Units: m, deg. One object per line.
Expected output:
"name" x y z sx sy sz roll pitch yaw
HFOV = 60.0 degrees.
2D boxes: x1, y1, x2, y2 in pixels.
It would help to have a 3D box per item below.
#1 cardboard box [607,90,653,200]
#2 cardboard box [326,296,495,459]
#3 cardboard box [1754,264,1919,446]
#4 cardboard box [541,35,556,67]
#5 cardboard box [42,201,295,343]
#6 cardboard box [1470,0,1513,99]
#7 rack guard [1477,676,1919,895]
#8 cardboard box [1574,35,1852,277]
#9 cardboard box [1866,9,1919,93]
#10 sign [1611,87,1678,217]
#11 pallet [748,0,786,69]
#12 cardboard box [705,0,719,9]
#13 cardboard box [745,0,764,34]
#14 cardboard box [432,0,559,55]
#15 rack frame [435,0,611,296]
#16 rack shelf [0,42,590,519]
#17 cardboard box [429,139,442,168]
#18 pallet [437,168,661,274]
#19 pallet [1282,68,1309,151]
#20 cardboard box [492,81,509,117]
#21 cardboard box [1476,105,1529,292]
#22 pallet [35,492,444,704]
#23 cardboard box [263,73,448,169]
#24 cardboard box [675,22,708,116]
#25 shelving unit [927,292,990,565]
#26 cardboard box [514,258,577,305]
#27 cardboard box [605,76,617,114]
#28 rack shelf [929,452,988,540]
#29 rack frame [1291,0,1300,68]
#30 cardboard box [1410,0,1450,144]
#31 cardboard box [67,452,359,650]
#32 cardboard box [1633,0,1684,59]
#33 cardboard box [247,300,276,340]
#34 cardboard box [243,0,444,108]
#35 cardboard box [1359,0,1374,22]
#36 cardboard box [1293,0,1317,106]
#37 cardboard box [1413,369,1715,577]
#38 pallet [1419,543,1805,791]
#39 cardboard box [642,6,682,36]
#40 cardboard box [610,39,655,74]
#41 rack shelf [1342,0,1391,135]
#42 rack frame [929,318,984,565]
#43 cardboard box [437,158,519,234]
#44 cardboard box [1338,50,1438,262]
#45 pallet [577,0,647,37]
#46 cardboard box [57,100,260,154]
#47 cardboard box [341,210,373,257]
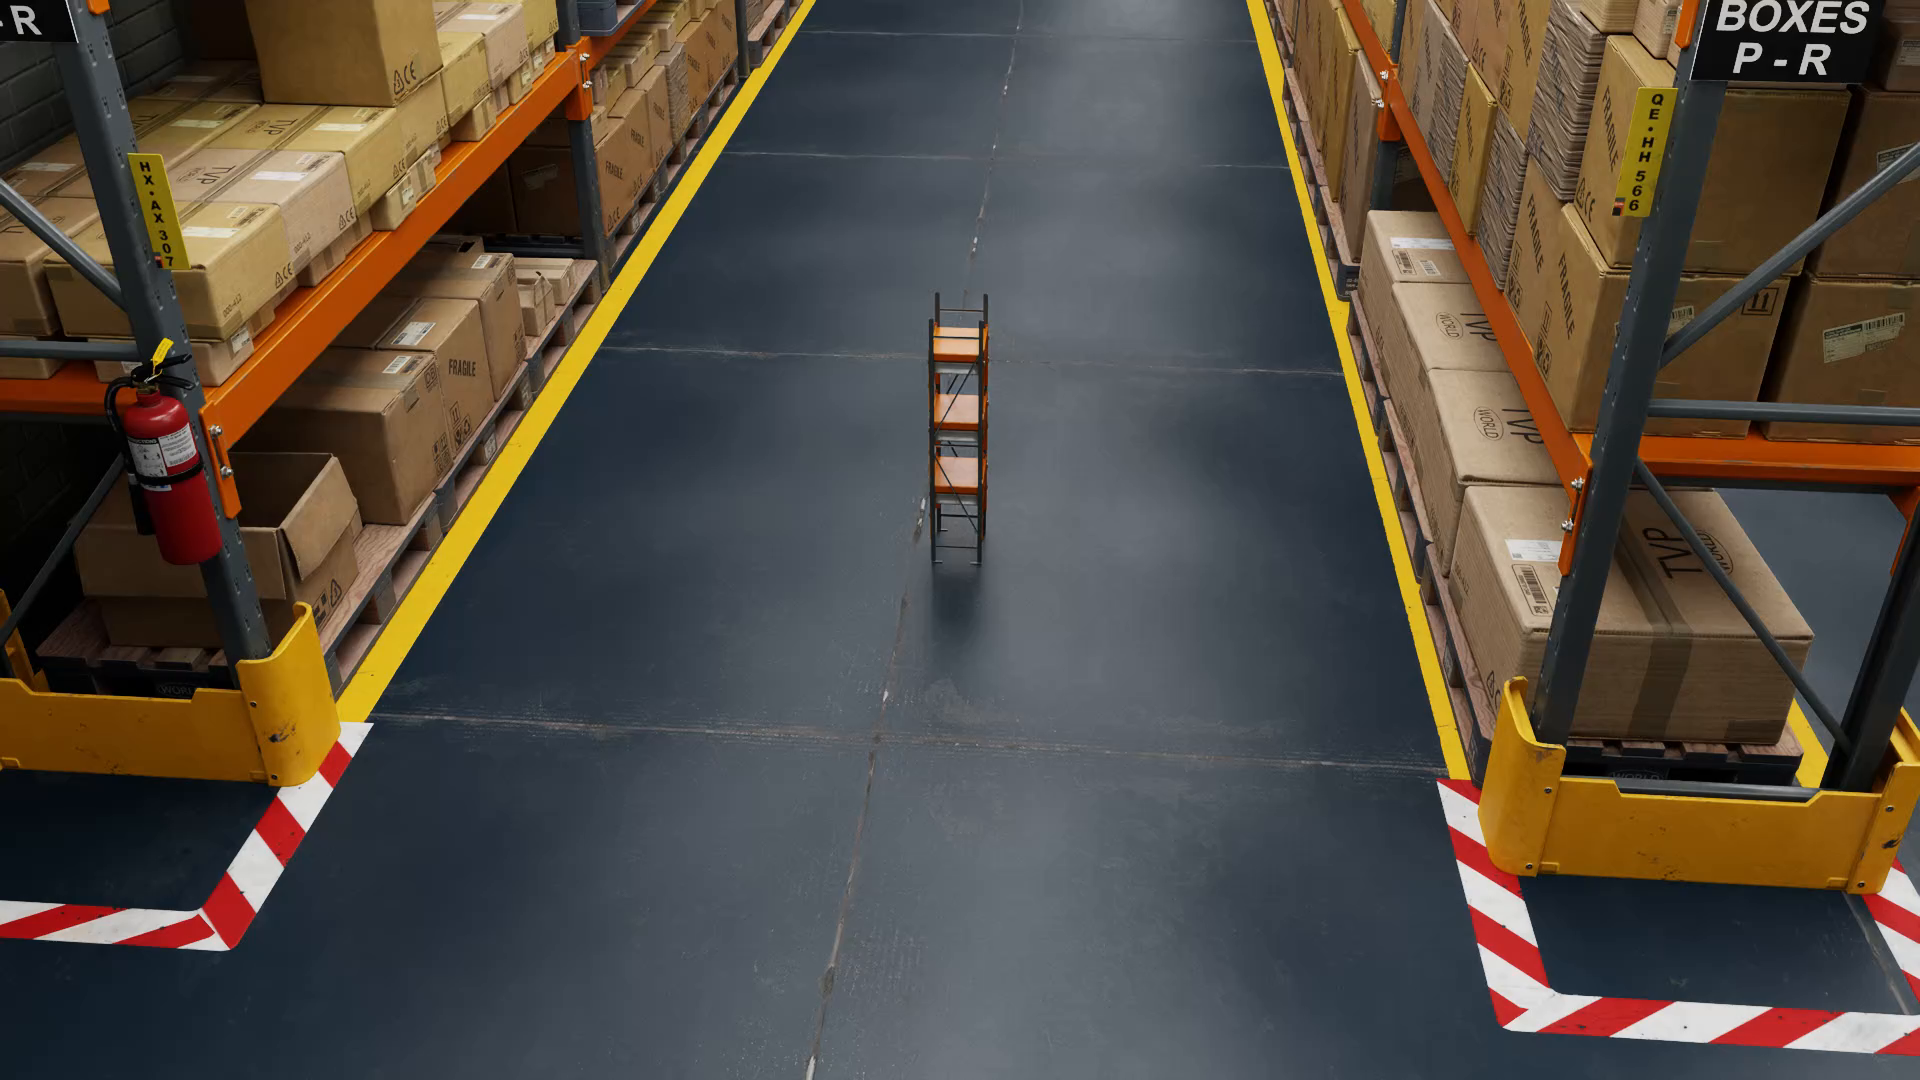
"cardboard box" -2.090 -2.270 9.557 0.500 0.500 0.500 2 32 3
"cardboard box" -2.317 -0.690 6.992 0.500 0.500 0.500 3 32 5
"cardboard box" 2.560 -0.613 4.790 0.500 0.500 0.500 2 32 4
"cardboard box" -2.161 -2.349 7.942 0.380 0.149 0.250 3 32 5
"cardboard box" -2.407 -0.830 5.097 0.500 0.250 0.500 3 32 4
"cardboard box" 2.137 -1.858 5.857 0.500 0.500 0.500 2 32 4
"rack guard" 2.233 0.745 5.064 1.175 0.500 0.348 2 32 4
"cardboard box" 2.037 -1.062 4.566 0.500 0.500 0.500 3 32 6
"cardboard box" 2.540 -1.250 4.252 0.380 0.149 0.250 3 32 5
"sign" 1.695 -0.956 4.112 0.100 0.325 0.005 2 32 4
"pallet" -1.955 -3.967 12.985 1.003 0.211 1.213 2 32 4
"cardboard box" -1.840 -3.702 11.263 0.380 0.149 0.250 1 32 1
"cardboard box" -1.997 -4.218 12.599 0.875 0.625 0.625 3 32 6
"cardboard box" -2.185 -2.419 7.676 0.500 0.250 0.500 3 32 5
"rack frame" -2.387 -2.633 8.164 1.000 3.000 0.127 2 32 4
"rack shelf" -2.550 -1.281 6.656 1.077 0.370 4.000 2 32 4
"cardboard box" -2.305 -1.543 6.634 0.380 0.149 0.250 2 32 4
"pallet" -2.358 -1.873 9.588 1.003 0.211 1.213 2 32 4
"pallet" 2.747 -2.919 11.285 1.003 0.211 1.213 2 32 4
"cardboard box" -2.206 -1.939 7.276 0.380 0.149 0.250 3 32 5
"cardboard box" 2.098 -1.169 5.692 0.500 0.500 0.500 3 32 5
"pallet" -2.642 0.189 6.242 1.003 0.211 1.213 2 32 4
"cardboard box" -2.308 -1.627 6.391 0.500 0.250 0.500 2 32 3
"cardboard box" -1.973 -3.074 10.862 0.500 0.500 0.500 4 32 6
"shelving unit" -0.004 -0.419 6.429 0.215 1.050 0.252 2 32 4
"cardboard box" -2.140 -1.294 8.308 0.380 0.149 0.250 2 32 2
"cardboard box" -2.138 -2.483 9.284 0.380 0.149 0.250 1 32 1
"rack shelf" -0.004 -0.173 6.581 0.215 0.259 0.240 2 32 4
"rack frame" 2.886 -4.515 11.217 1.000 3.000 0.127 2 32 4
"cardboard box" 2.216 -1.969 6.990 0.500 0.500 0.500 3 32 4
"cardboard box" -2.568 0.027 5.827 0.797 0.503 0.637 1 32 2
"cardboard box" 2.061 -1.406 4.506 0.380 0.149 0.250 3 32 5
"cardboard box" -2.438 -0.730 5.315 0.380 0.149 0.250 3 32 5
"cardboard box" -2.285 -1.934 6.173 0.500 0.500 0.500 3 32 5
"cardboard box" 2.388 -2.871 8.692 0.500 0.250 0.500 2 32 3
"cardboard box" 2.747 -3.431 11.084 0.875 0.875 0.875 2 32 4
"cardboard box" 2.255 -0.248 6.335 0.875 0.438 0.875 3 32 5
"pallet" 2.222 0.434 5.844 1.003 0.211 1.213 2 32 4
"cardboard box" -1.992 -3.300 10.610 0.380 0.149 0.250 2 32 3
"cardboard box" -2.049 -2.886 9.937 0.380 0.149 0.250 4 32 6
"rack shelf" 2.723 -3.163 9.709 1.077 0.370 4.000 2 32 4
"rack frame" -0.014 -0.355 6.326 0.200 1.050 0.008 2 32 4
"cardboard box" -2.642 -2.017 9.146 0.500 0.500 0.500 2 32 4
"cardboard box" 2.531 -2.025 8.802 0.875 0.875 0.875 3 32 6
"pallet" -2.213 -2.965 8.885 1.003 0.211 1.213 2 32 4
"cardboard box" -2.851 -1.385 5.997 0.500 0.250 0.500 3 32 6
"cardboard box" -2.353 -1.137 5.976 0.380 0.149 0.250 3 32 5
